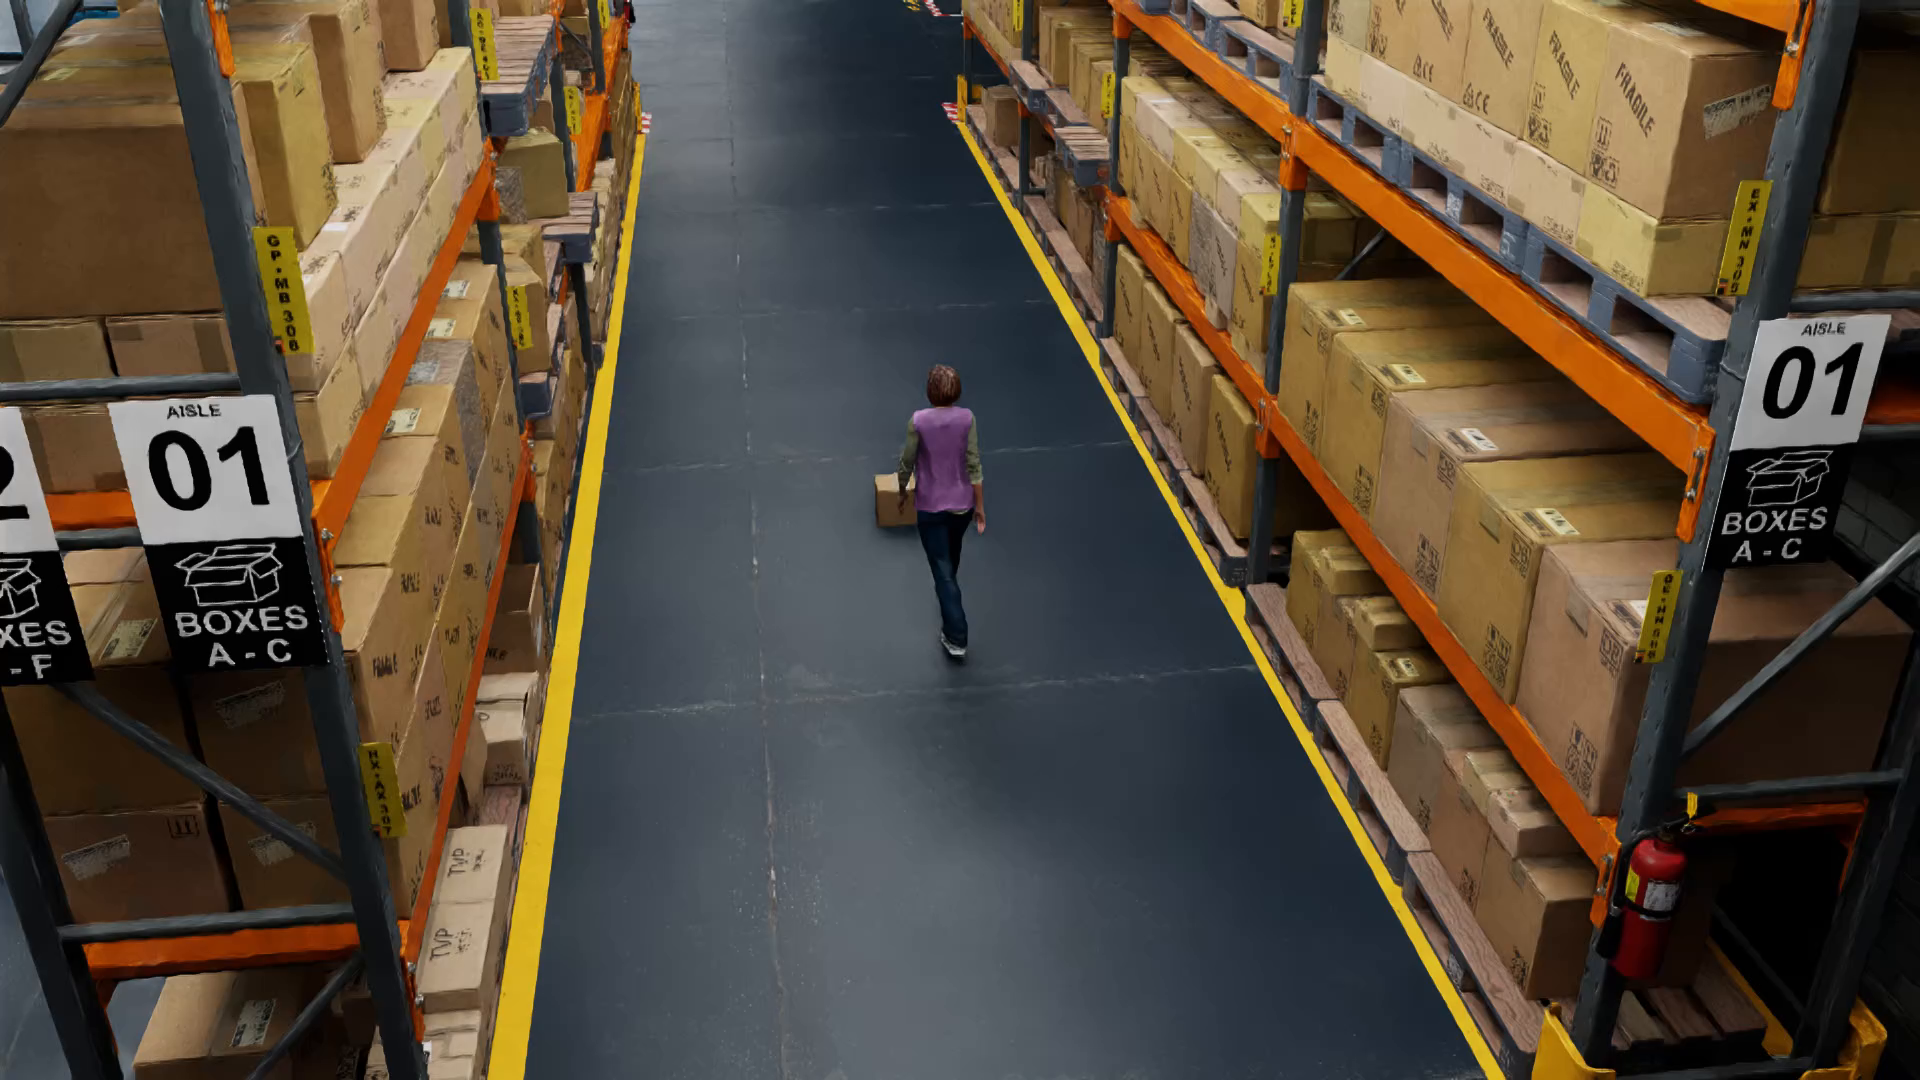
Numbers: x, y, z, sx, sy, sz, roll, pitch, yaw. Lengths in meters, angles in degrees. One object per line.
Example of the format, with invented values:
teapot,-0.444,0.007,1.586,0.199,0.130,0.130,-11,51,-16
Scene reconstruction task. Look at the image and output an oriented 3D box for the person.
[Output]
person,-0.120,-0.227,9.076,0.435,1.540,0.908,-8,28,-14
